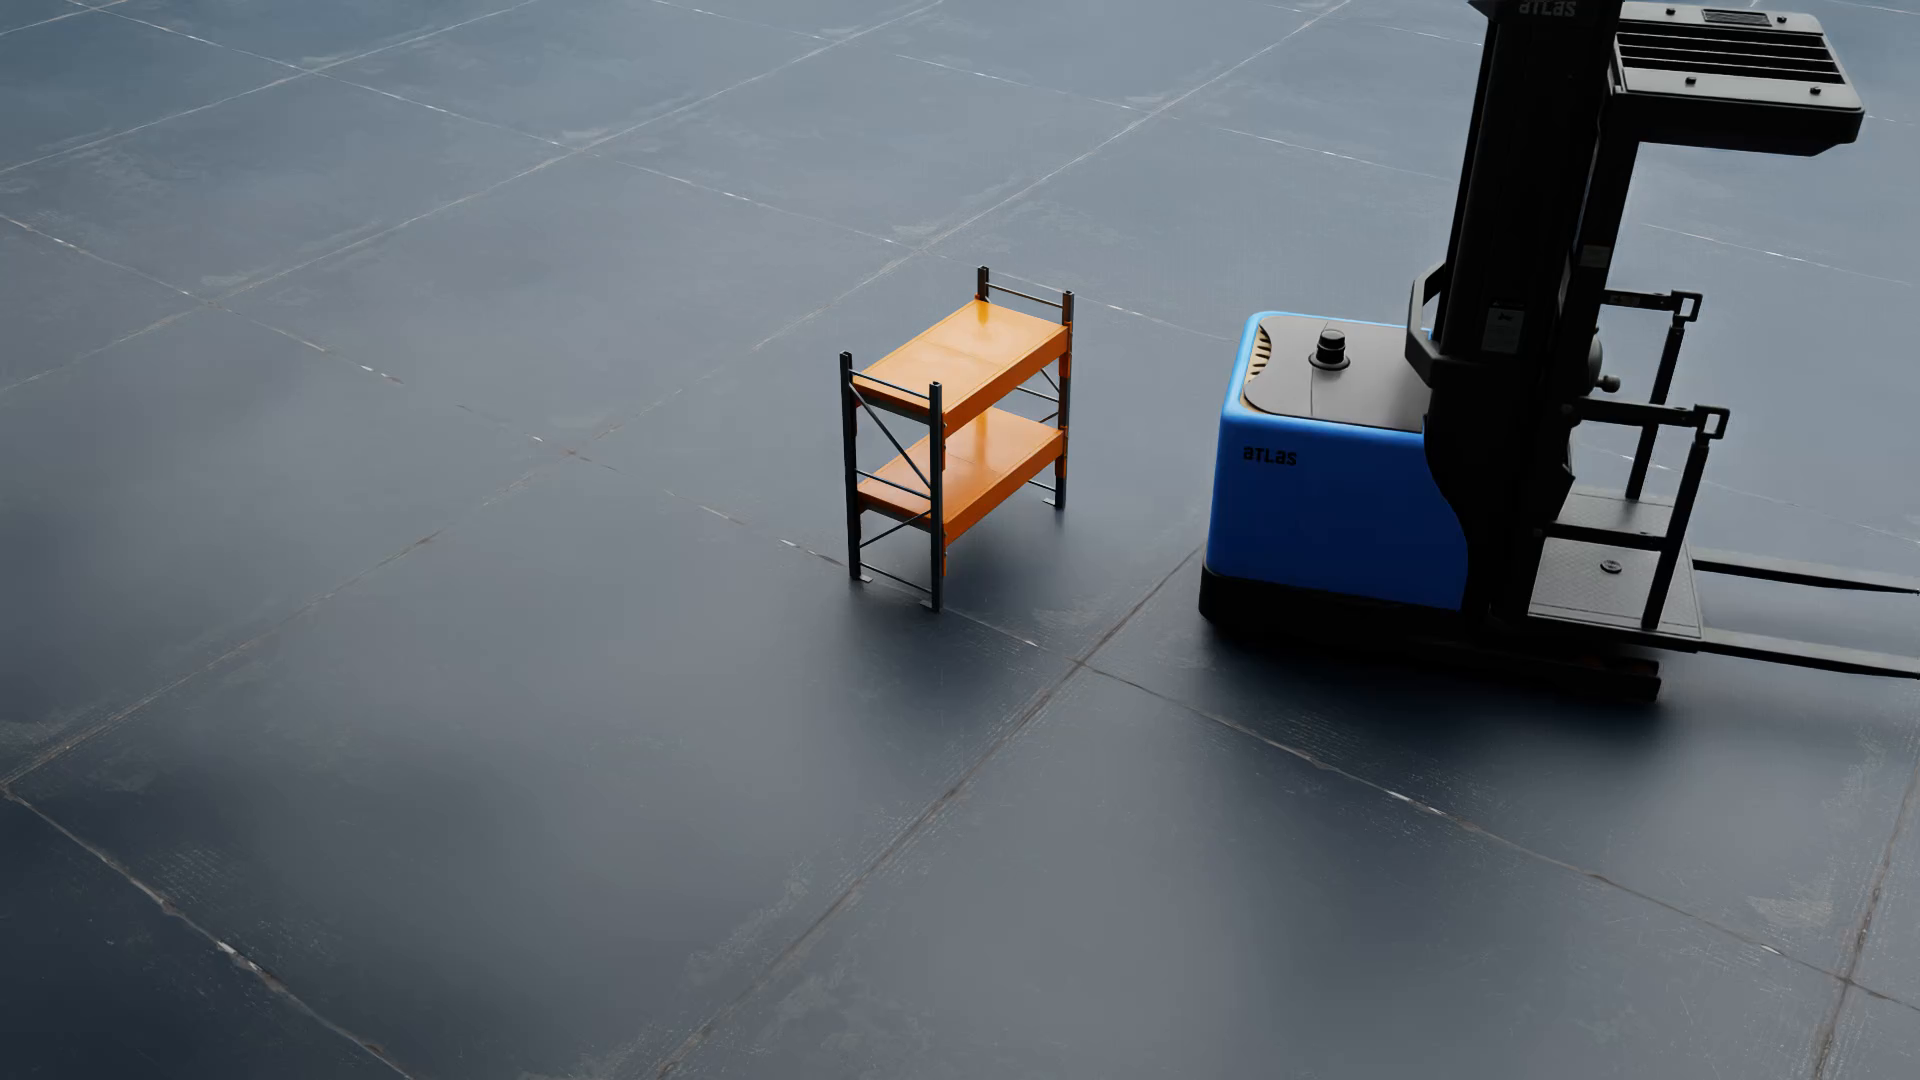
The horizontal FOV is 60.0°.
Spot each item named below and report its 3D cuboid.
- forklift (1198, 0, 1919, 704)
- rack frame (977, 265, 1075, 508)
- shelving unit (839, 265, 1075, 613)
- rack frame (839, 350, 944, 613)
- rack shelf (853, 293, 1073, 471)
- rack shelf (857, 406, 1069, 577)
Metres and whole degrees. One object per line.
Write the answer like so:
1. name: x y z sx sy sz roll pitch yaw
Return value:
1. forklift: 2.604 -0.878 6.432 3.031 2.935 1.130 8 35 12
2. rack frame: 0.294 -0.703 7.785 0.500 1.125 0.032 21 39 28
3. shelving unit: 0.004 -0.469 7.439 0.538 1.125 1.048 21 39 28
4. rack frame: -0.286 -0.235 7.094 0.500 1.125 0.032 21 39 28
5. rack shelf: 0.004 -0.712 7.276 0.538 0.278 1.000 21 39 28
6. rack shelf: 0.004 -0.267 7.576 0.538 0.278 1.000 21 39 28
